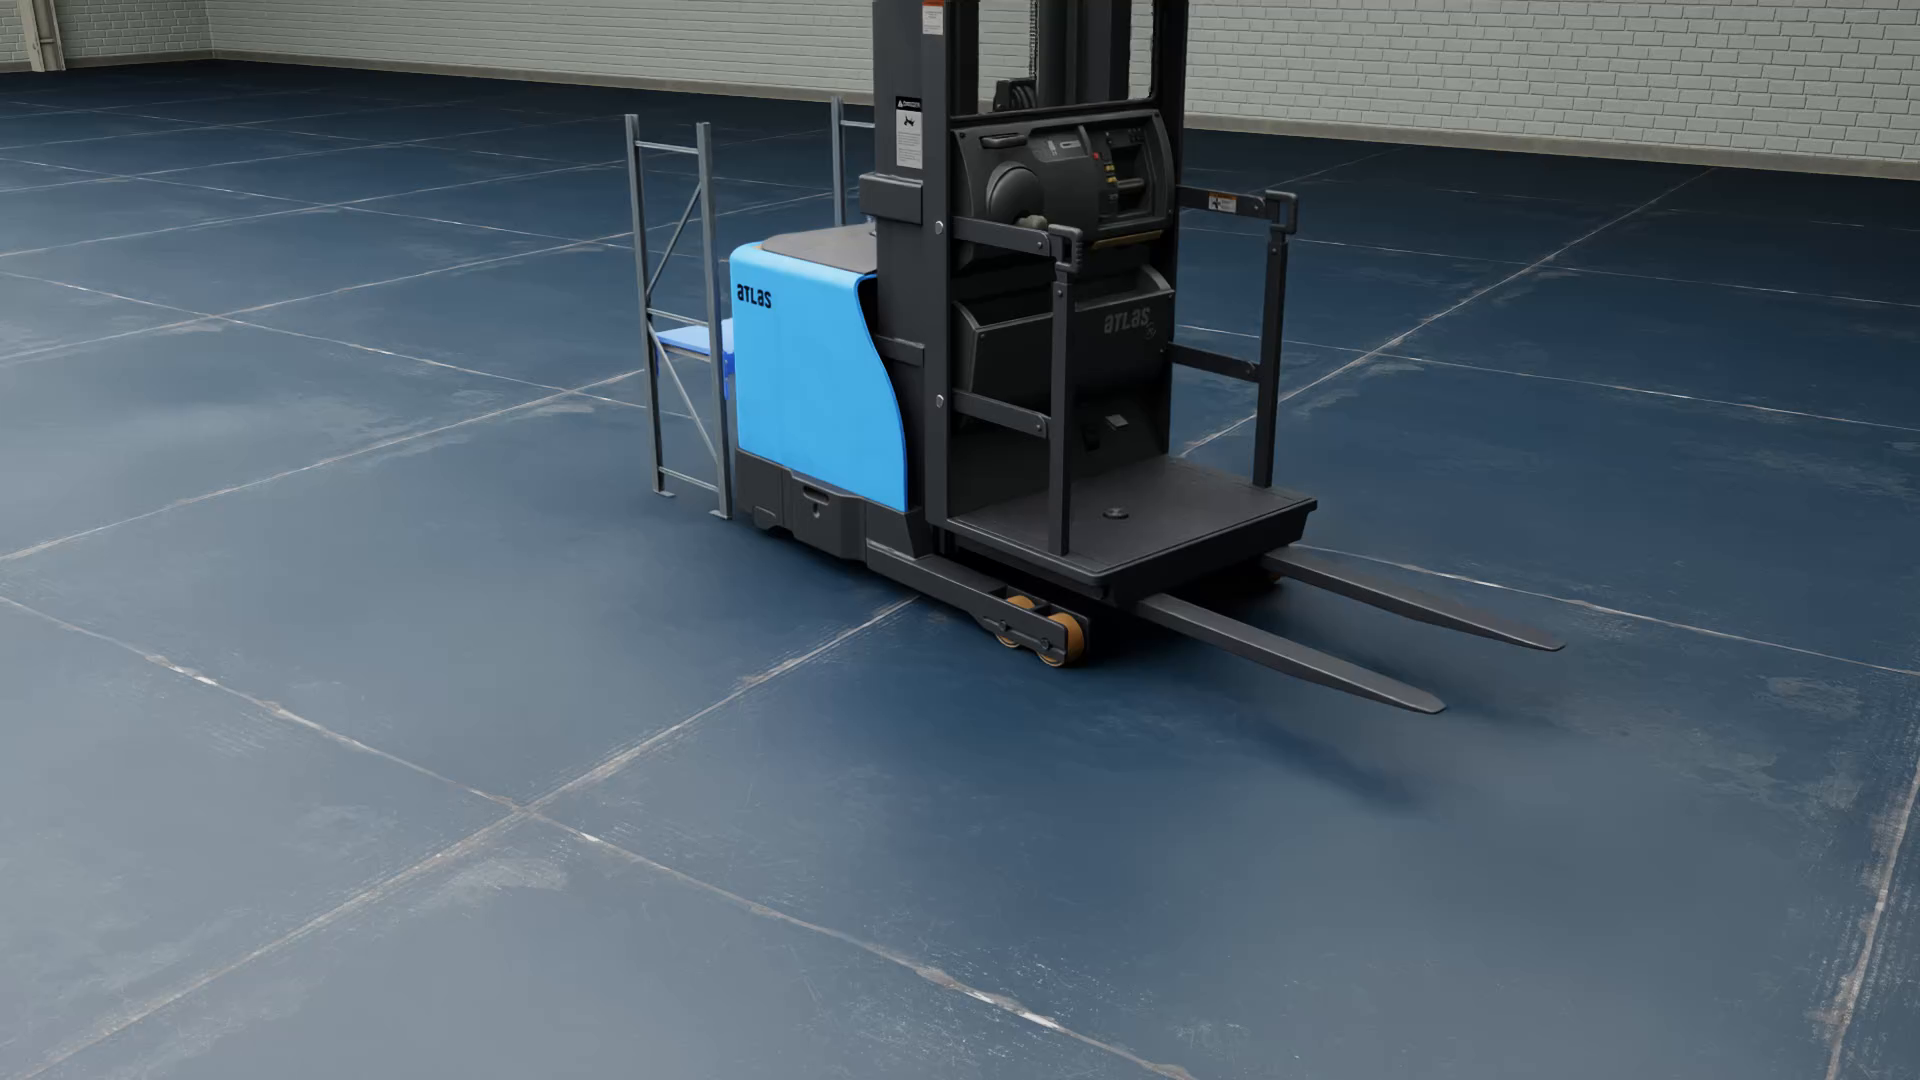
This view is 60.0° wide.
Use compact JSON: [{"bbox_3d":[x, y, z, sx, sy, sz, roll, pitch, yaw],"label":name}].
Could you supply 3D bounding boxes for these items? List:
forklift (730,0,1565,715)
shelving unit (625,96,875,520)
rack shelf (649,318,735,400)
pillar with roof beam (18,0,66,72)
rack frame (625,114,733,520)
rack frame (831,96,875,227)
[{"bbox_3d":[0.495,-1.178,5.223,1.130,2.935,3.031,-17,26,-39],"label":"forklift"},{"bbox_3d":[-0.712,-0.970,6.716,1.048,1.500,0.538,-19,27,-41],"label":"shelving unit"},{"bbox_3d":[-0.710,-0.801,6.777,1.000,0.185,0.538,-19,27,-41],"label":"rack shelf"},{"bbox_3d":[-10.950,-10.859,22.651,9.100,9.000,0.400,13,24,32],"label":"pillar with roof beam"},{"bbox_3d":[-1.075,-0.847,6.382,0.032,1.500,0.500,-19,27,-41],"label":"rack frame"},{"bbox_3d":[-0.348,-1.093,7.049,0.032,1.500,0.500,-19,27,-41],"label":"rack frame"}]
